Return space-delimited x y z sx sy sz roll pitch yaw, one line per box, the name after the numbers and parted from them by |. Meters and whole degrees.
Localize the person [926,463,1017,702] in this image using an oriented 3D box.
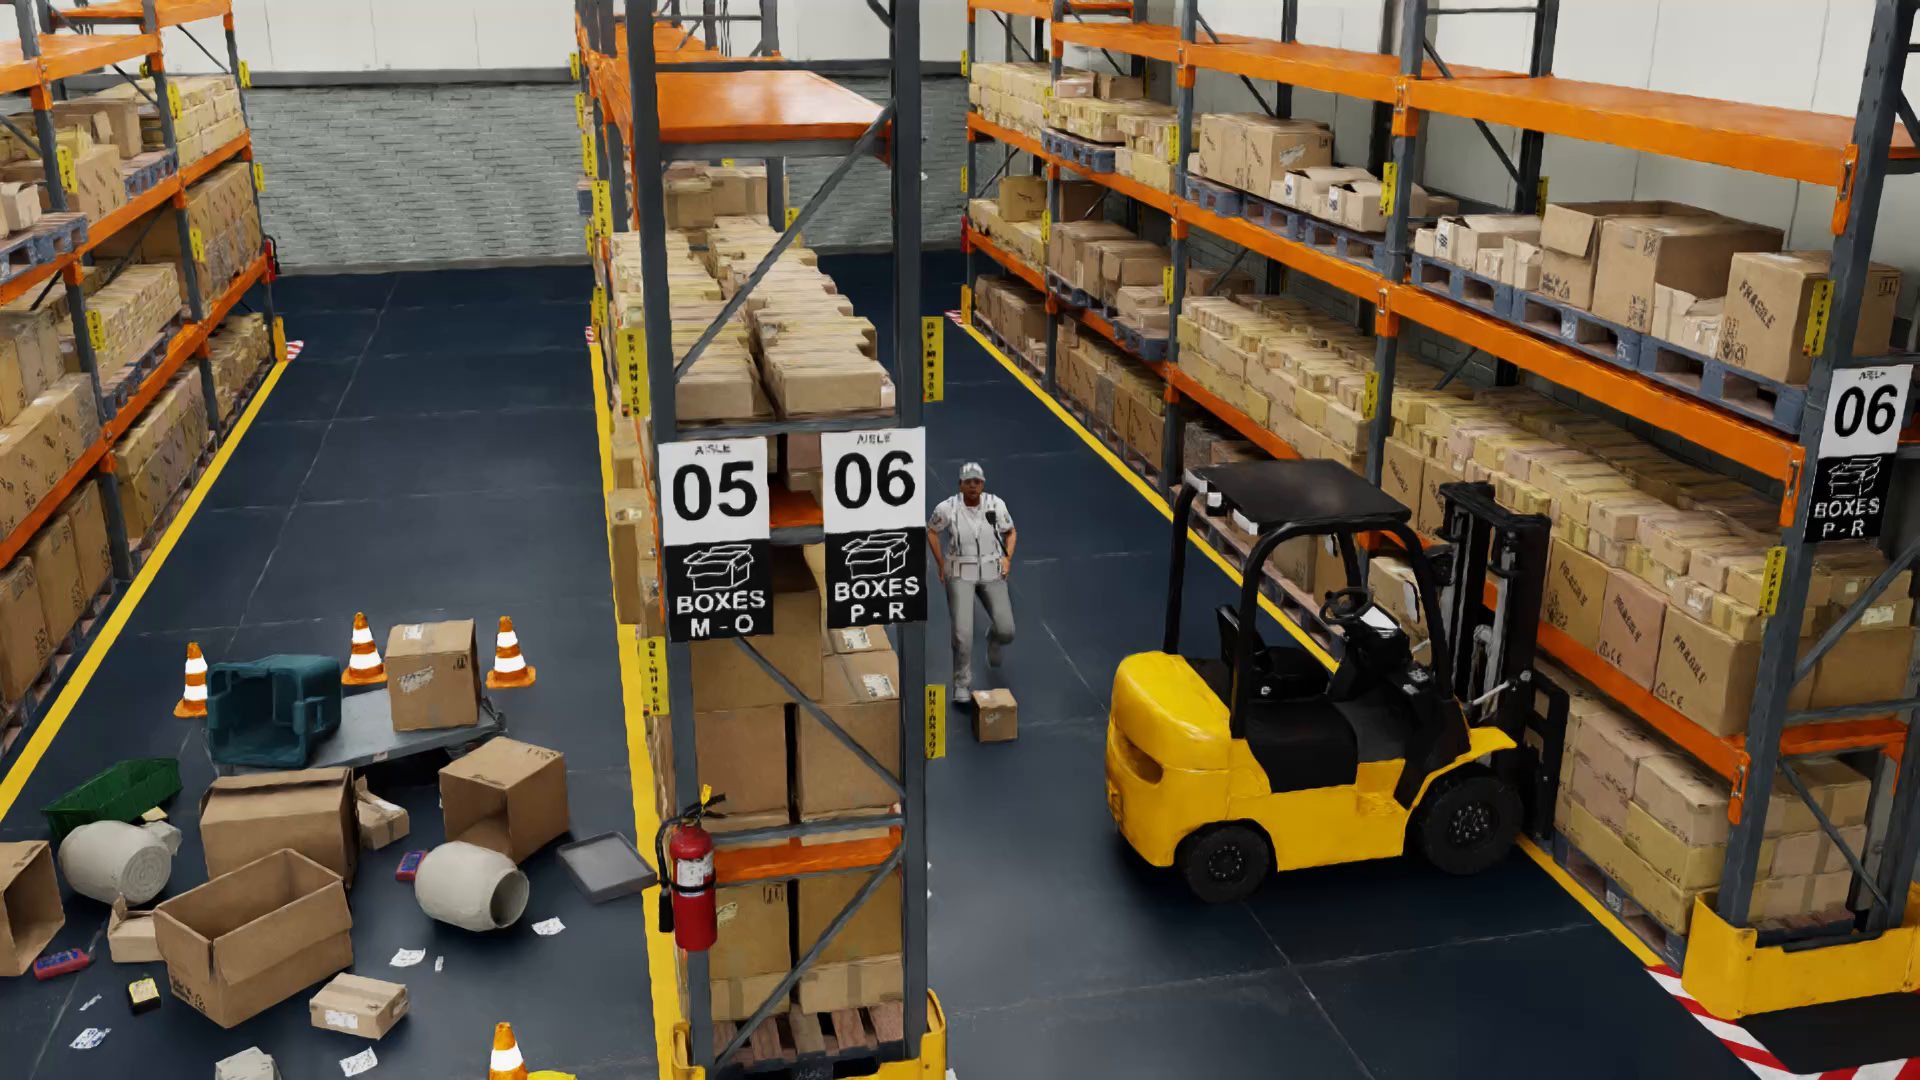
0.136 0.272 11.396 0.612 1.572 0.763 -5 20 -13 | person
